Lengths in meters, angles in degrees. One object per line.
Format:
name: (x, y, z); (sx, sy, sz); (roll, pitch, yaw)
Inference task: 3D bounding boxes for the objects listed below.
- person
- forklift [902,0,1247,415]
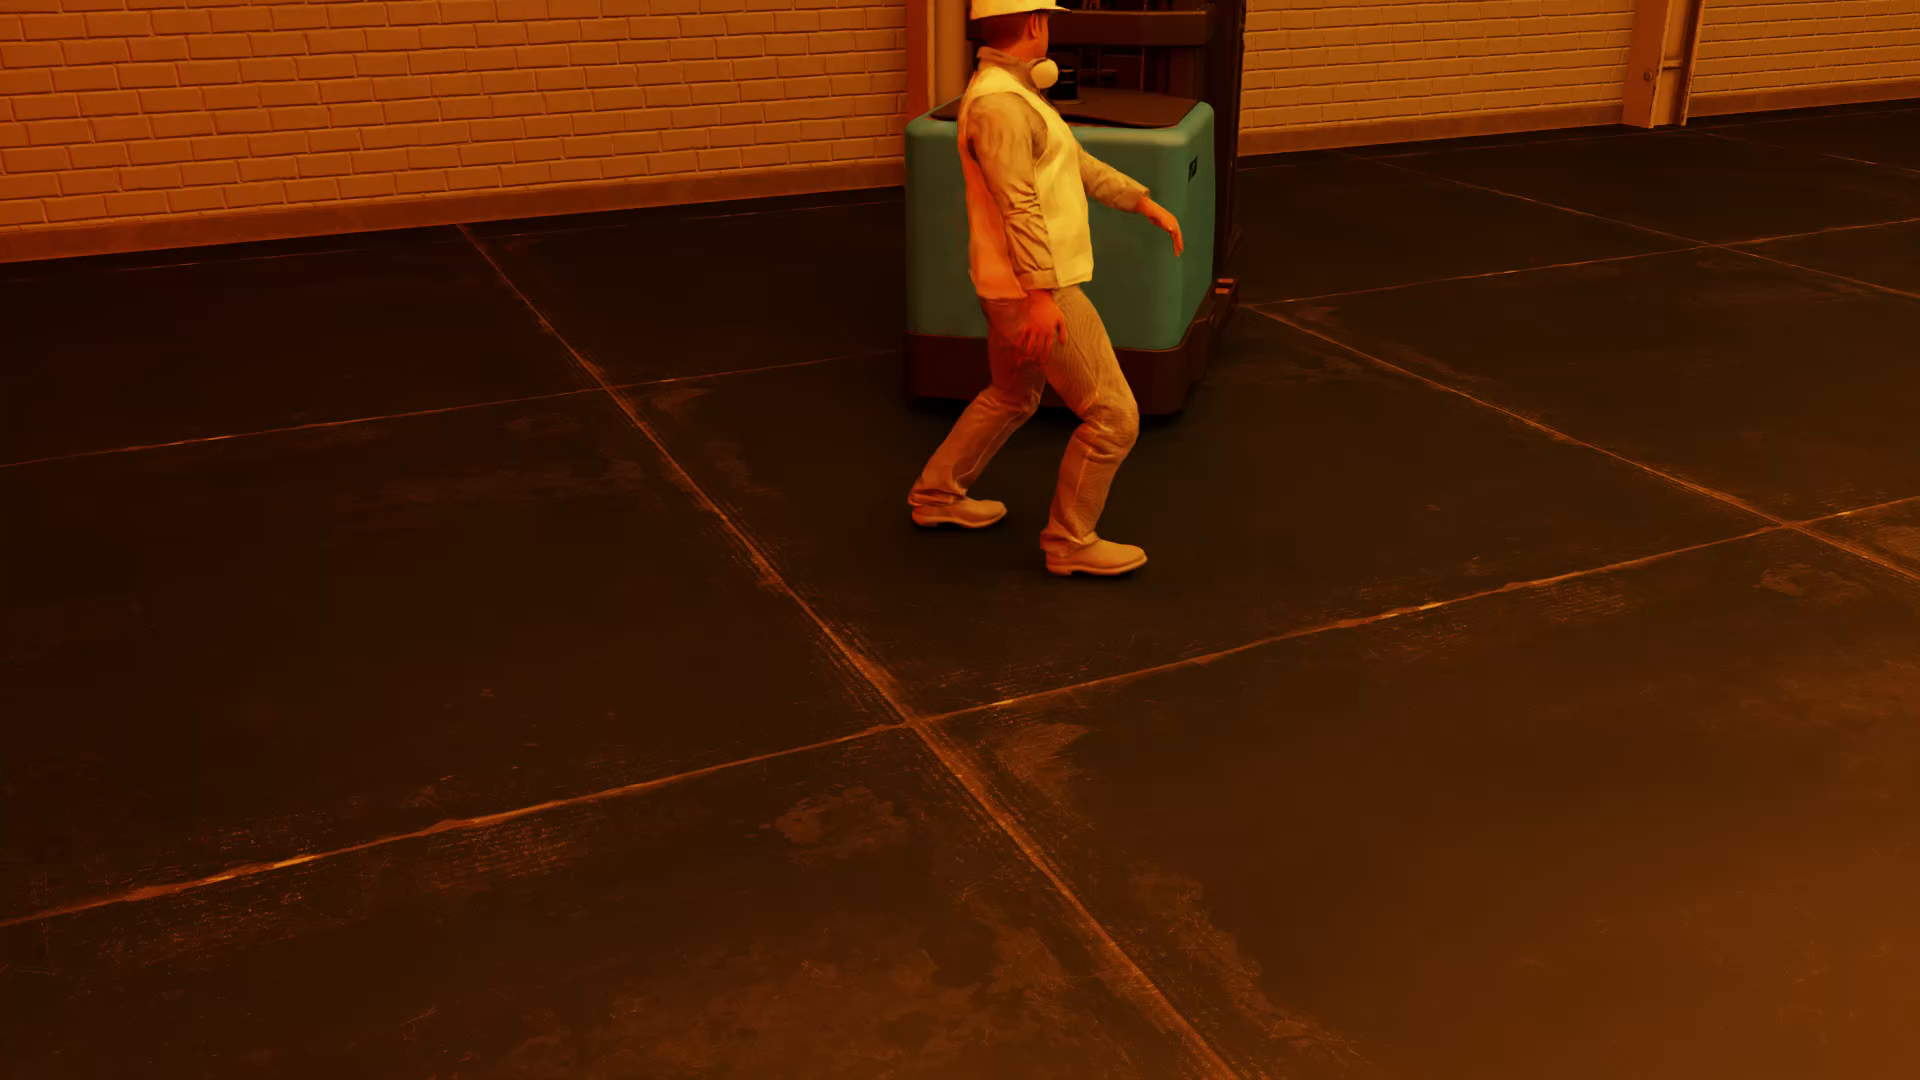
person: (0.251, -0.739, 4.698); (0.792, 1.690, 0.693); (-2, 23, -5)
forklift: (0.657, -2.341, 6.922); (1.130, 2.935, 3.031); (6, 23, 14)
